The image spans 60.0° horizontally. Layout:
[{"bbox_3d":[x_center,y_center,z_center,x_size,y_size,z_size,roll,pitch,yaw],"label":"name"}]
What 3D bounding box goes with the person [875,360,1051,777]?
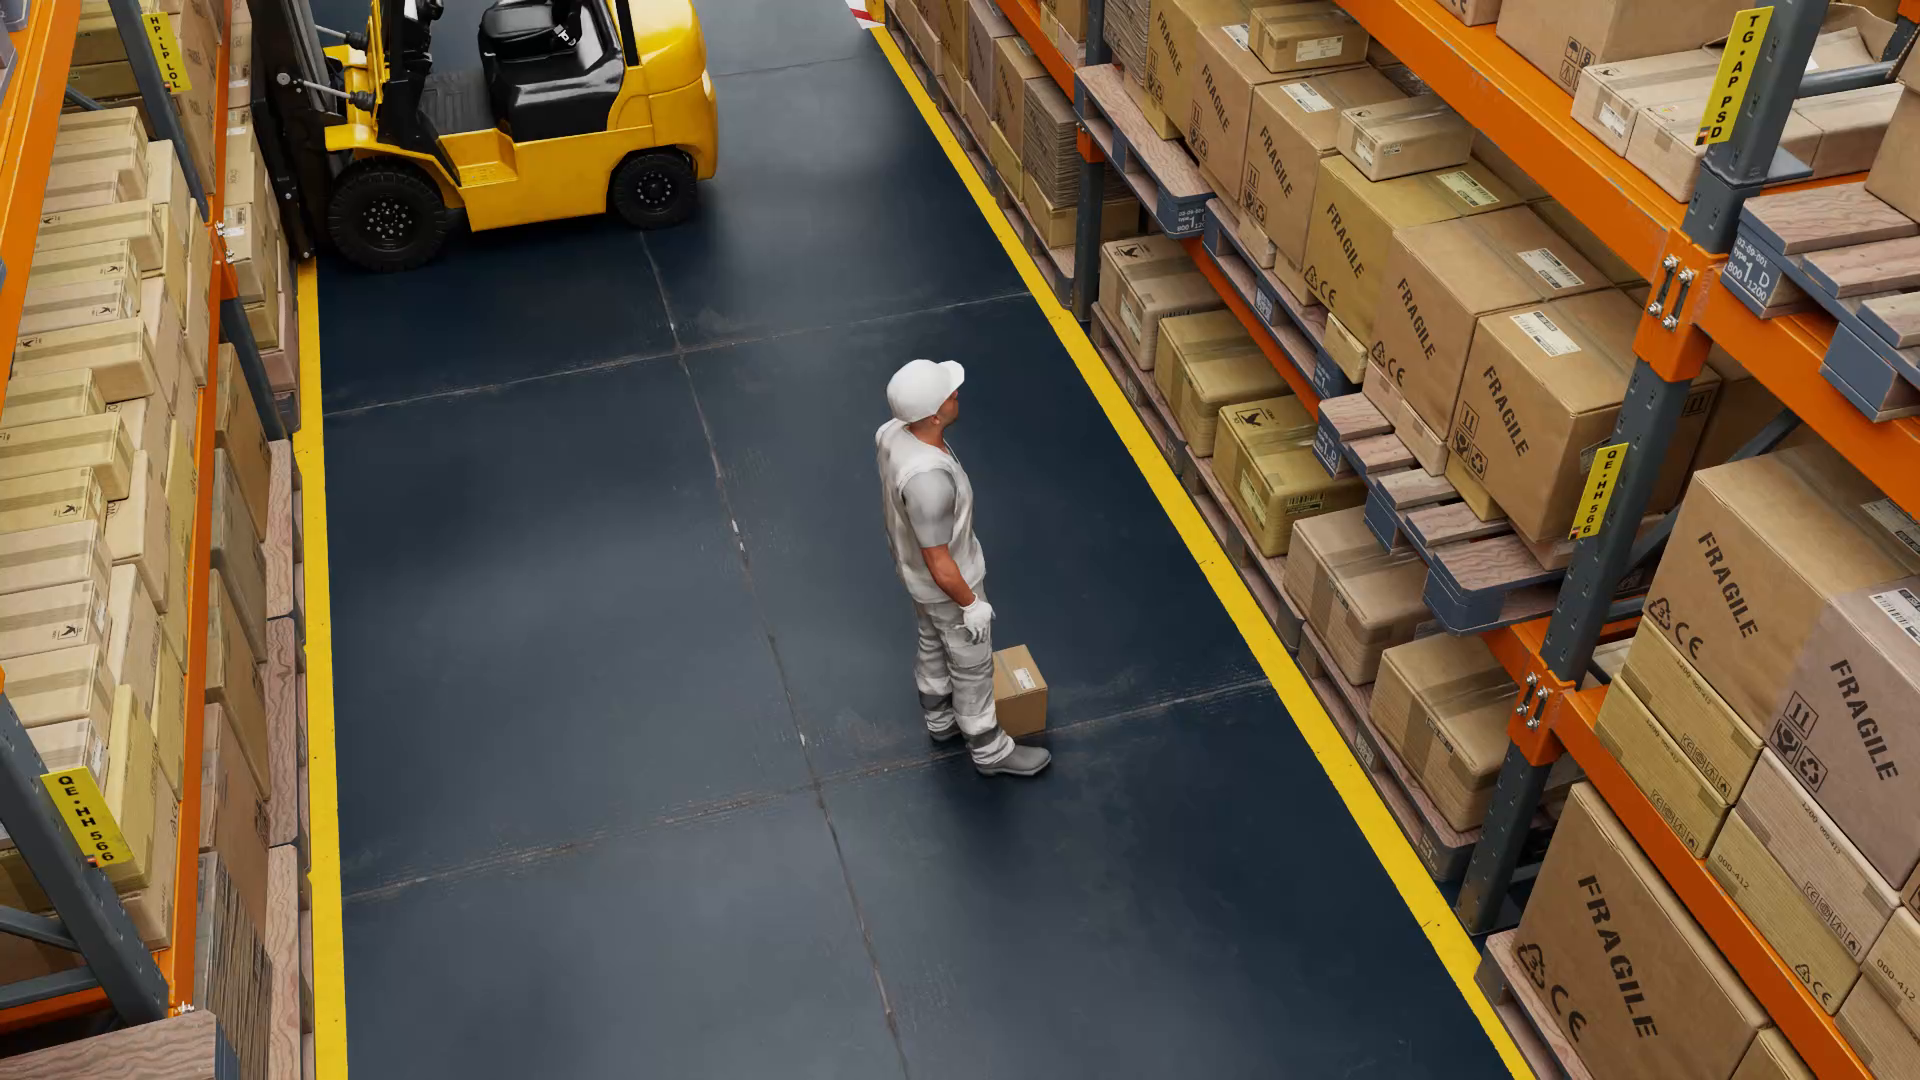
[{"bbox_3d":[0.010,0.095,6.022,0.564,1.787,0.638,-12,43,-13],"label":"person"}]
